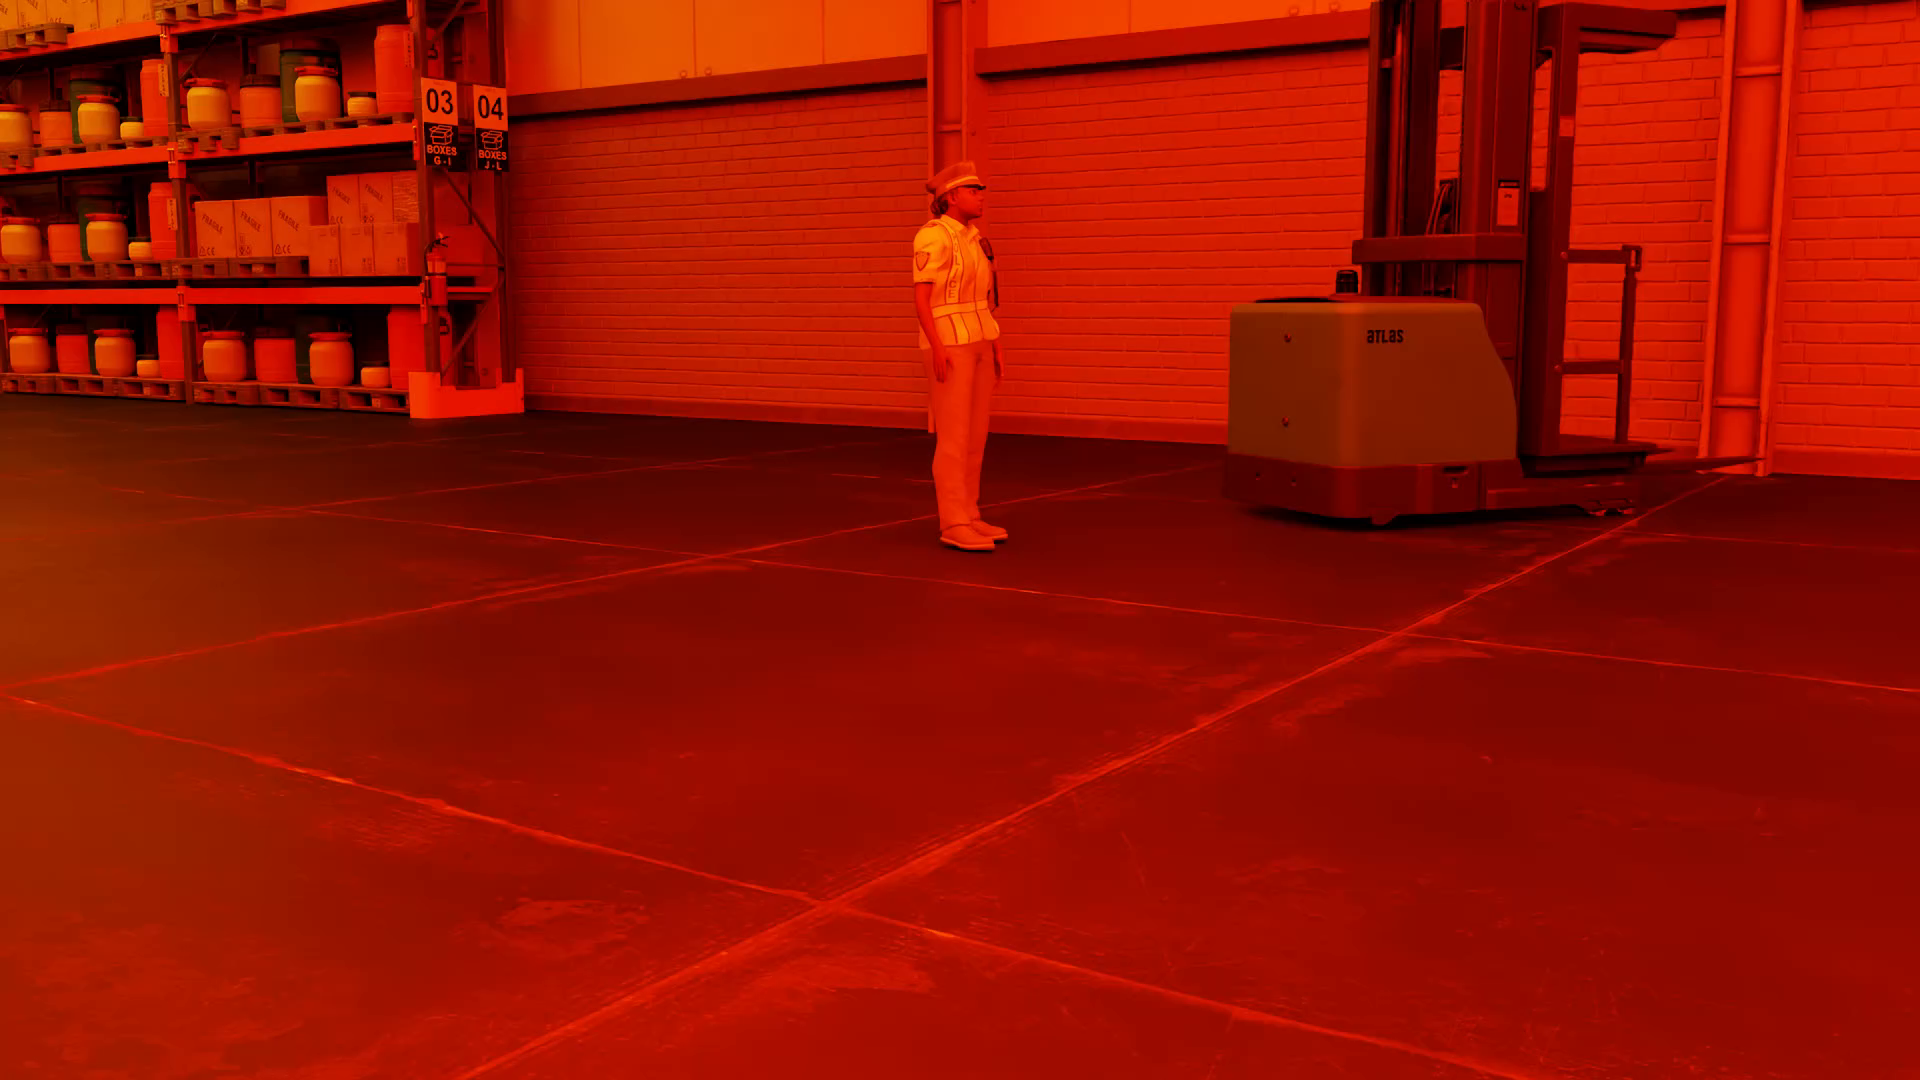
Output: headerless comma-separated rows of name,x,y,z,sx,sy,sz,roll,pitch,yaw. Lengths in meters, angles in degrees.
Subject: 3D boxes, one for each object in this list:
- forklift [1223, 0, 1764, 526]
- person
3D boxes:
forklift,2.932,-1.633,8.680,3.031,2.935,1.130,-4,9,-25
person,0.051,-0.838,7.426,0.530,1.695,0.570,5,10,34
